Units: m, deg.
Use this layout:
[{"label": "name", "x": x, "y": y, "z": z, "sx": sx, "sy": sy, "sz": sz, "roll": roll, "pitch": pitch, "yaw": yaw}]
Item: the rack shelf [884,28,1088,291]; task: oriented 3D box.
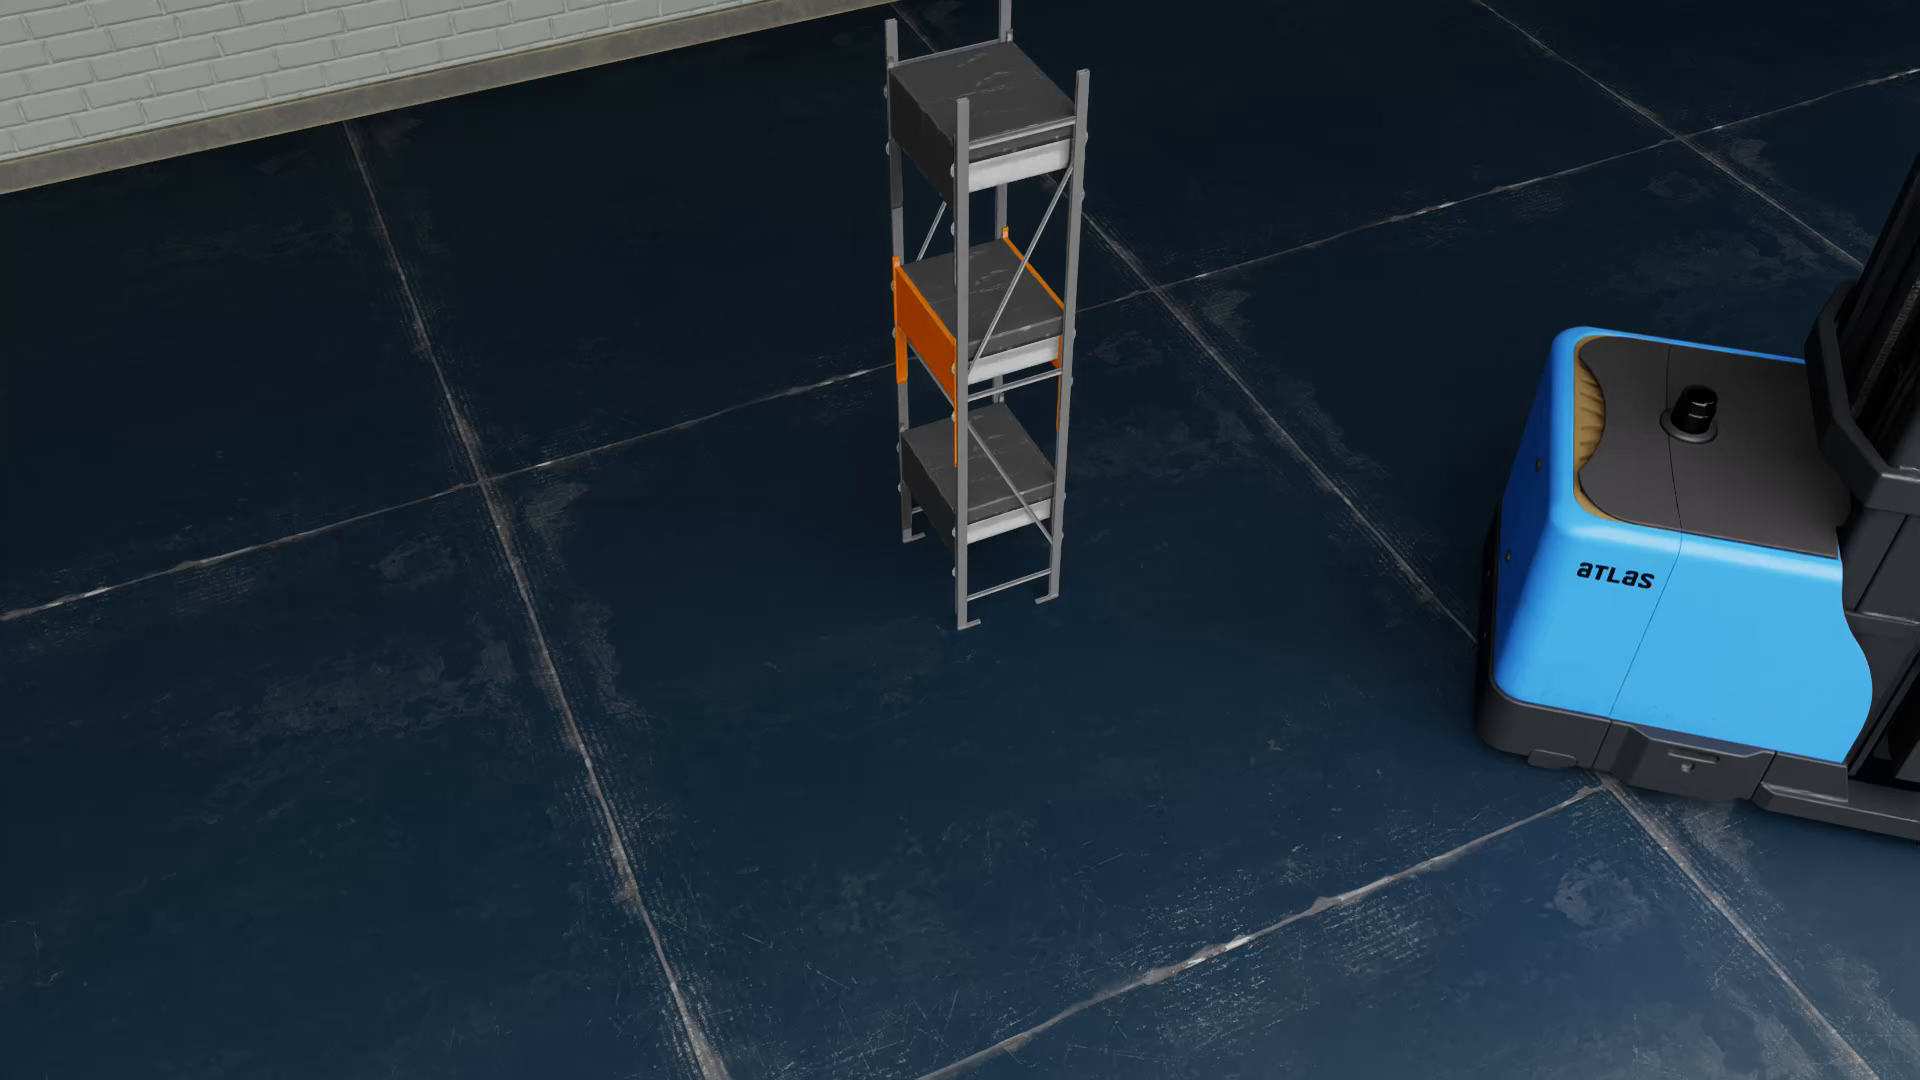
[{"label": "rack shelf", "x": 0.070, "y": -1.130, "z": 4.924, "sx": 0.431, "sy": 0.518, "sz": 0.480, "roll": -18, "pitch": 47, "yaw": -17}]

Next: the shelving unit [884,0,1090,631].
[{"label": "shelving unit", "x": 0.070, "y": -0.642, "z": 5.406, "sx": 0.431, "sy": 2.100, "sz": 0.503, "roll": -18, "pitch": 47, "yaw": -17}]

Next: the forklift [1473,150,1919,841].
[{"label": "forklift", "x": 3.280, "y": -0.400, "z": 4.569, "sx": 3.031, "sy": 2.935, "sz": 1.130, "roll": 11, "pitch": 46, "yaw": 11}]

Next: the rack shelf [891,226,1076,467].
[{"label": "rack shelf", "x": 0.070, "y": -0.632, "z": 5.415, "sx": 0.431, "sy": 0.518, "sz": 0.480, "roll": -18, "pitch": 47, "yaw": -17}]

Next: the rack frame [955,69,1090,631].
[{"label": "rack frame", "x": 0.172, "y": -0.486, "z": 5.248, "sx": 0.400, "sy": 2.100, "sz": 0.015, "roll": -18, "pitch": 47, "yaw": -17}]

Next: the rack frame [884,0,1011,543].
[{"label": "rack frame", "x": -0.033, "y": -0.797, "z": 5.563, "sx": 0.400, "sy": 2.100, "sz": 0.015, "roll": -18, "pitch": 47, "yaw": -17}]

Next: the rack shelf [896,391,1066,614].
[{"label": "rack shelf", "x": 0.070, "y": -0.134, "z": 5.907, "sx": 0.431, "sy": 0.518, "sz": 0.480, "roll": -18, "pitch": 47, "yaw": -17}]
